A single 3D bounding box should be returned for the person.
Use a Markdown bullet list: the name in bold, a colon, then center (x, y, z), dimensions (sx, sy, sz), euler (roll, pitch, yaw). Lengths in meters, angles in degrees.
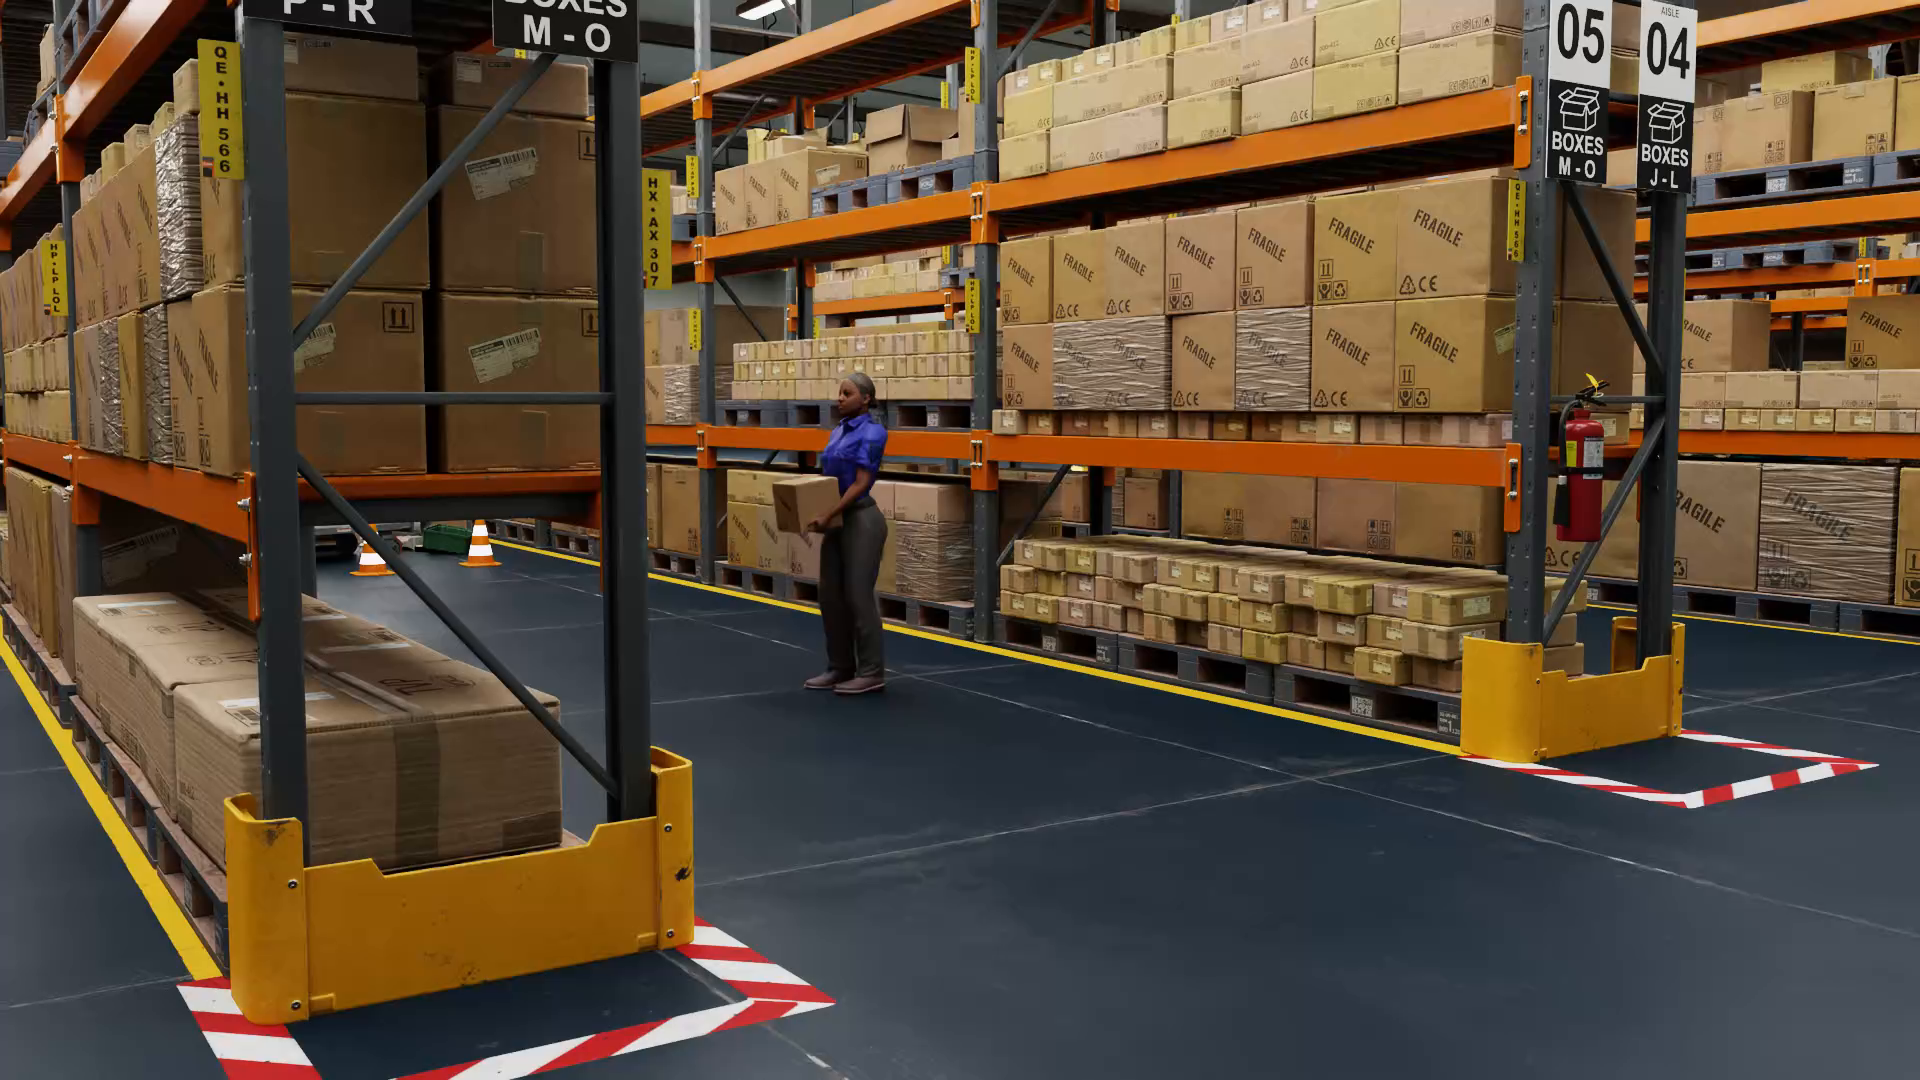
- **person**: center (-0.634, -0.036, 8.604), dimensions (0.502, 1.656, 0.442), euler (-3, 6, -34)
